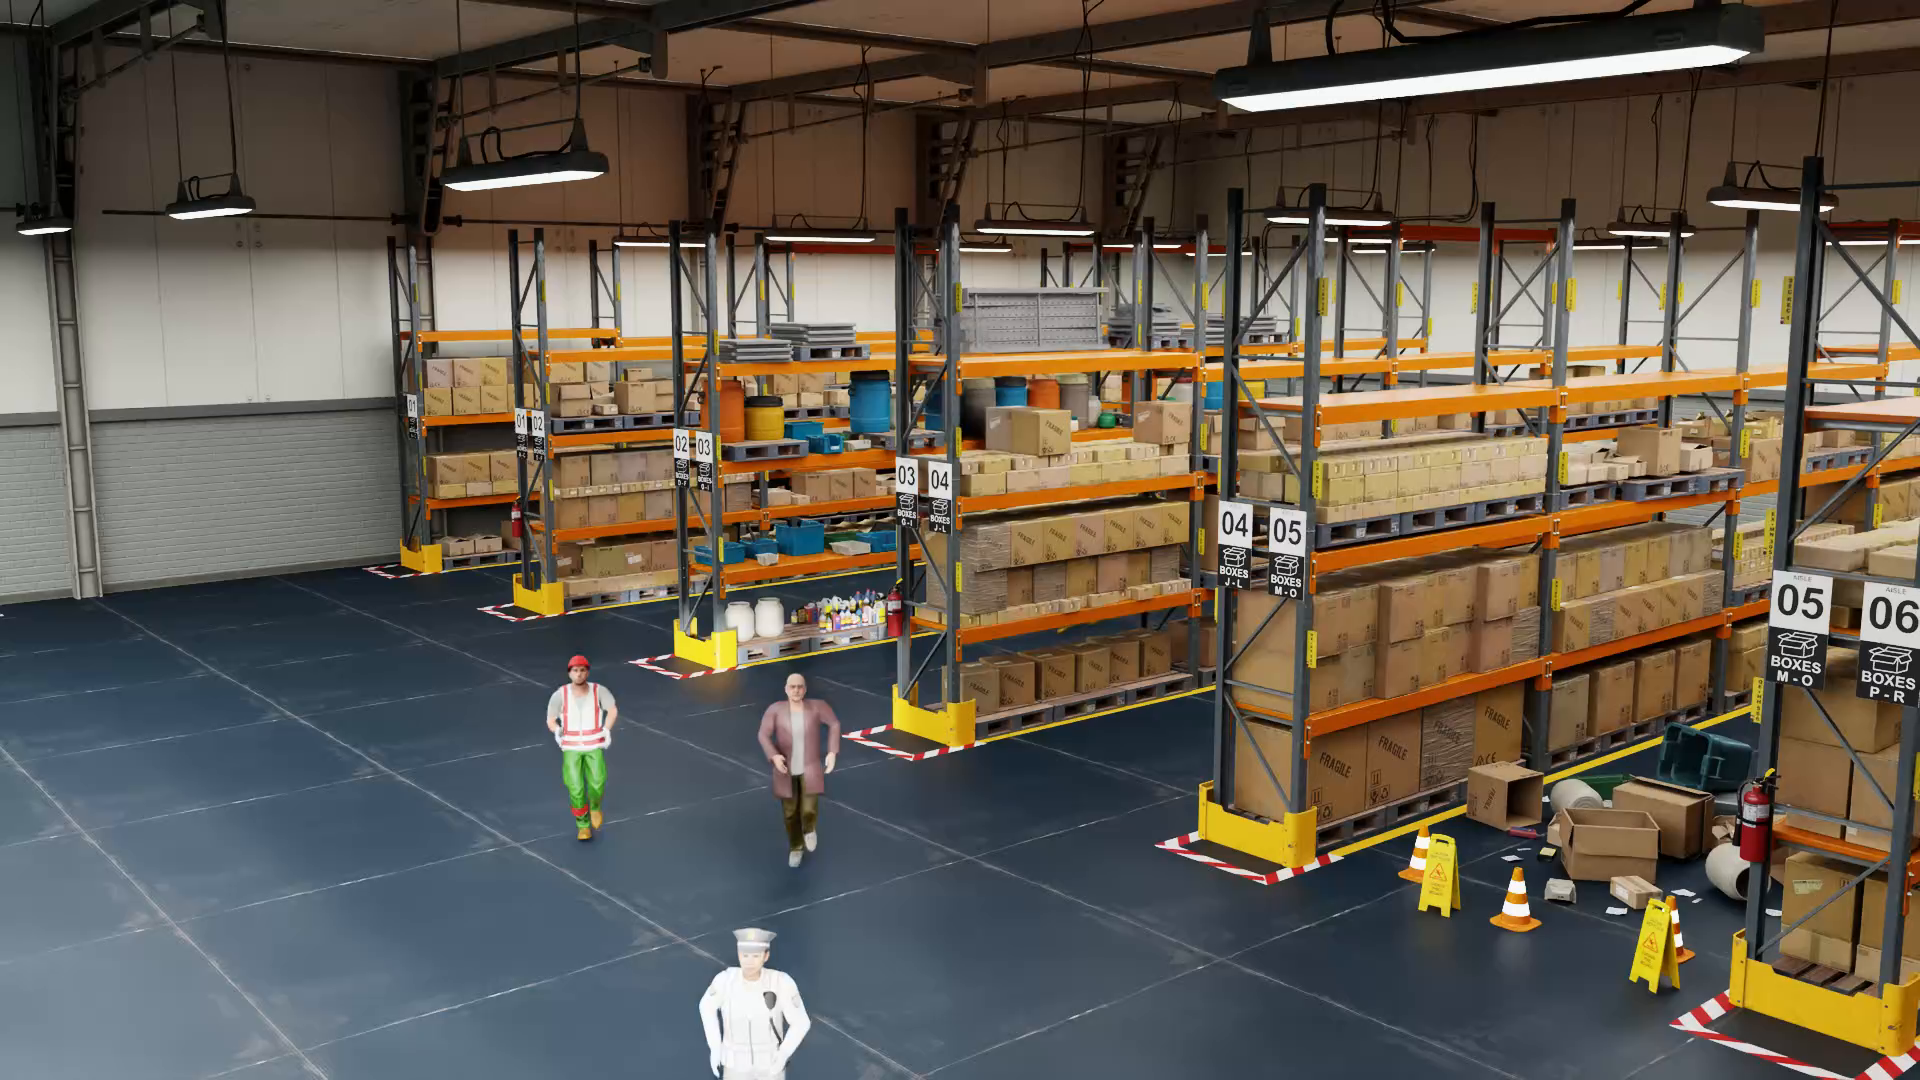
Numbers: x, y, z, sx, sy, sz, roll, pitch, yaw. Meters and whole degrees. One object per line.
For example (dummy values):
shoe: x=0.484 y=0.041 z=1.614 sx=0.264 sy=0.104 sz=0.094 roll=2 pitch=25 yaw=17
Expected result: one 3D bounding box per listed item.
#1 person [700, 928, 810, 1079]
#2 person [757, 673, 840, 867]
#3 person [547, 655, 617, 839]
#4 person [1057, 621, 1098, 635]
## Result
person: x=-1.144 y=2.943 z=9.250 sx=0.623 sy=1.657 sz=0.560 roll=-1 pitch=9 yaw=-4
person: x=-1.434 y=2.093 z=14.871 sx=0.746 sy=1.663 sz=0.650 roll=-1 pitch=9 yaw=-6
person: x=-3.508 y=1.939 z=15.469 sx=0.648 sy=1.740 sz=0.598 roll=-2 pitch=9 yaw=-12
person: x=1.707 y=0.388 z=23.530 sx=0.677 sy=1.846 sz=0.767 roll=7 pitch=11 yaw=39
